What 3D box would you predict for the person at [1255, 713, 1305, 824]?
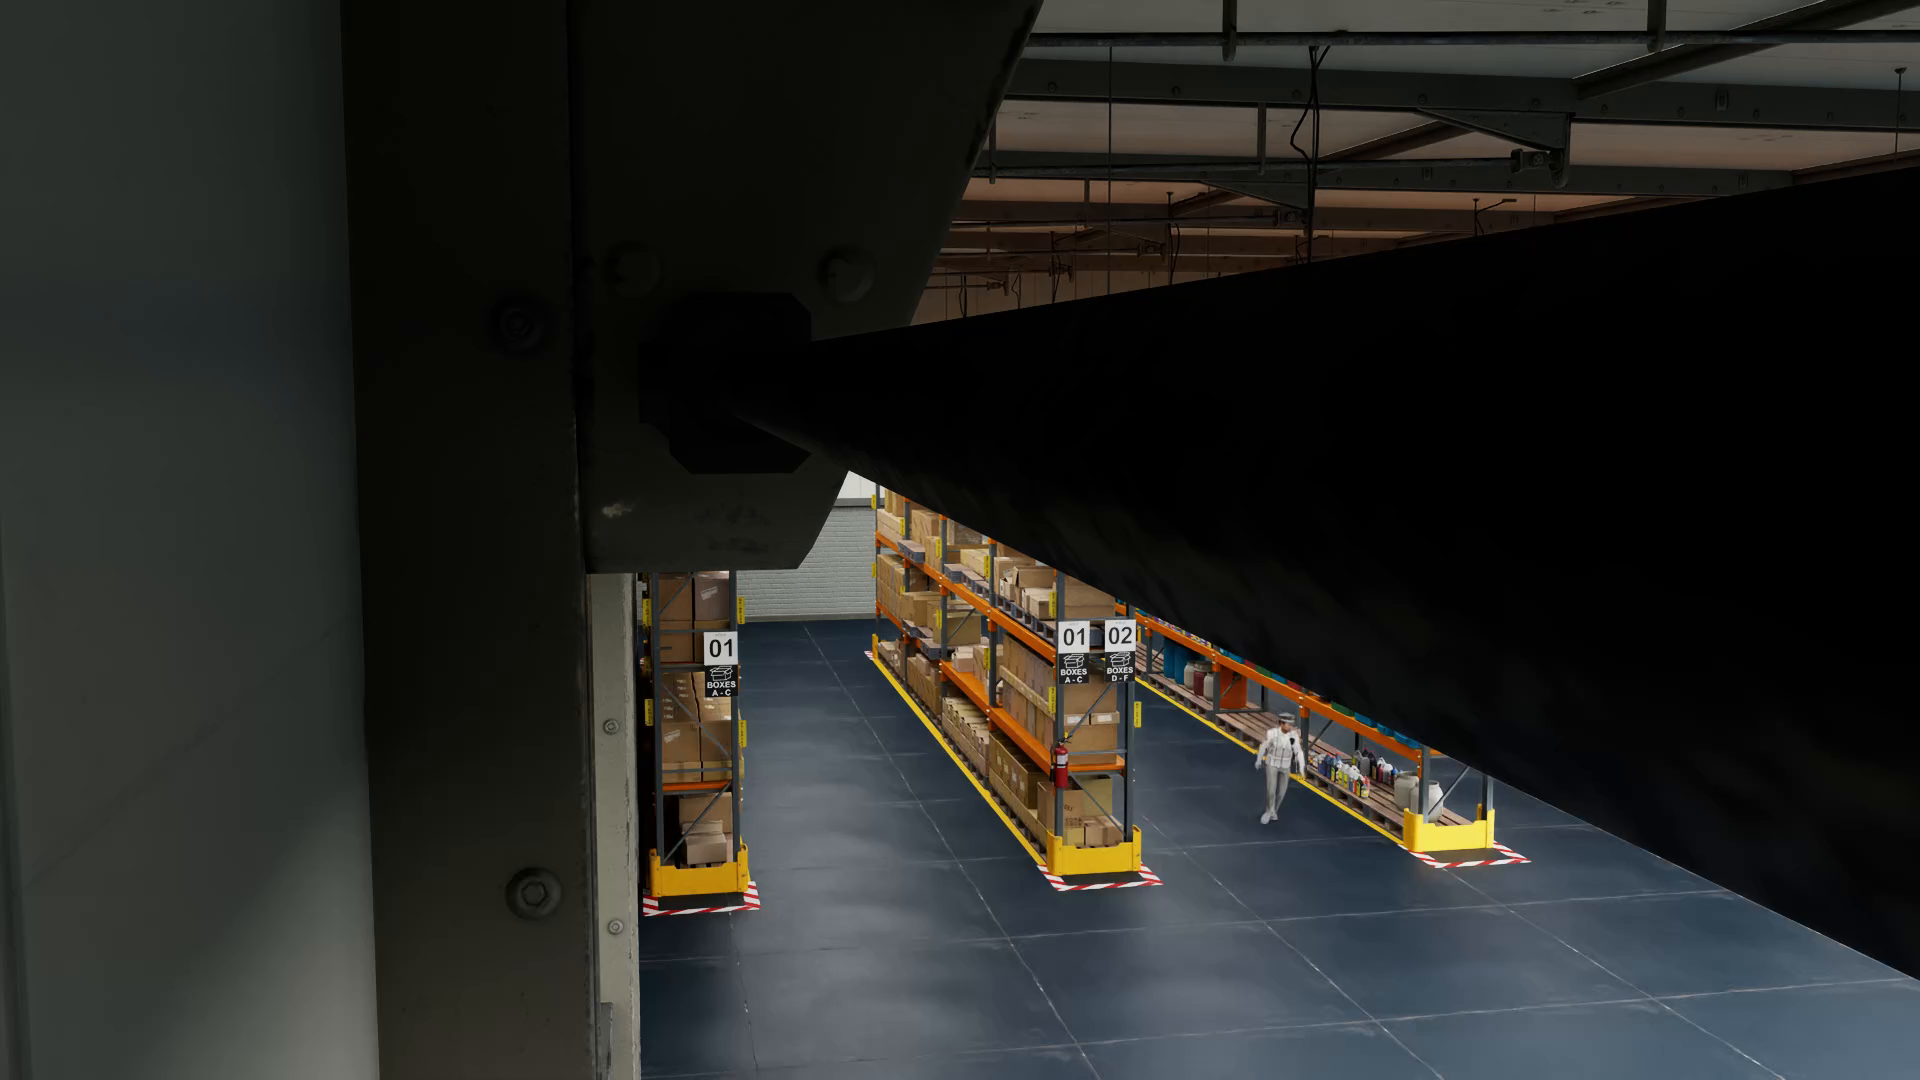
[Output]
[{"bbox_3d":[4.462,3.157,23.133,0.604,1.588,0.694,-1,6,-6],"label":"person"}]
